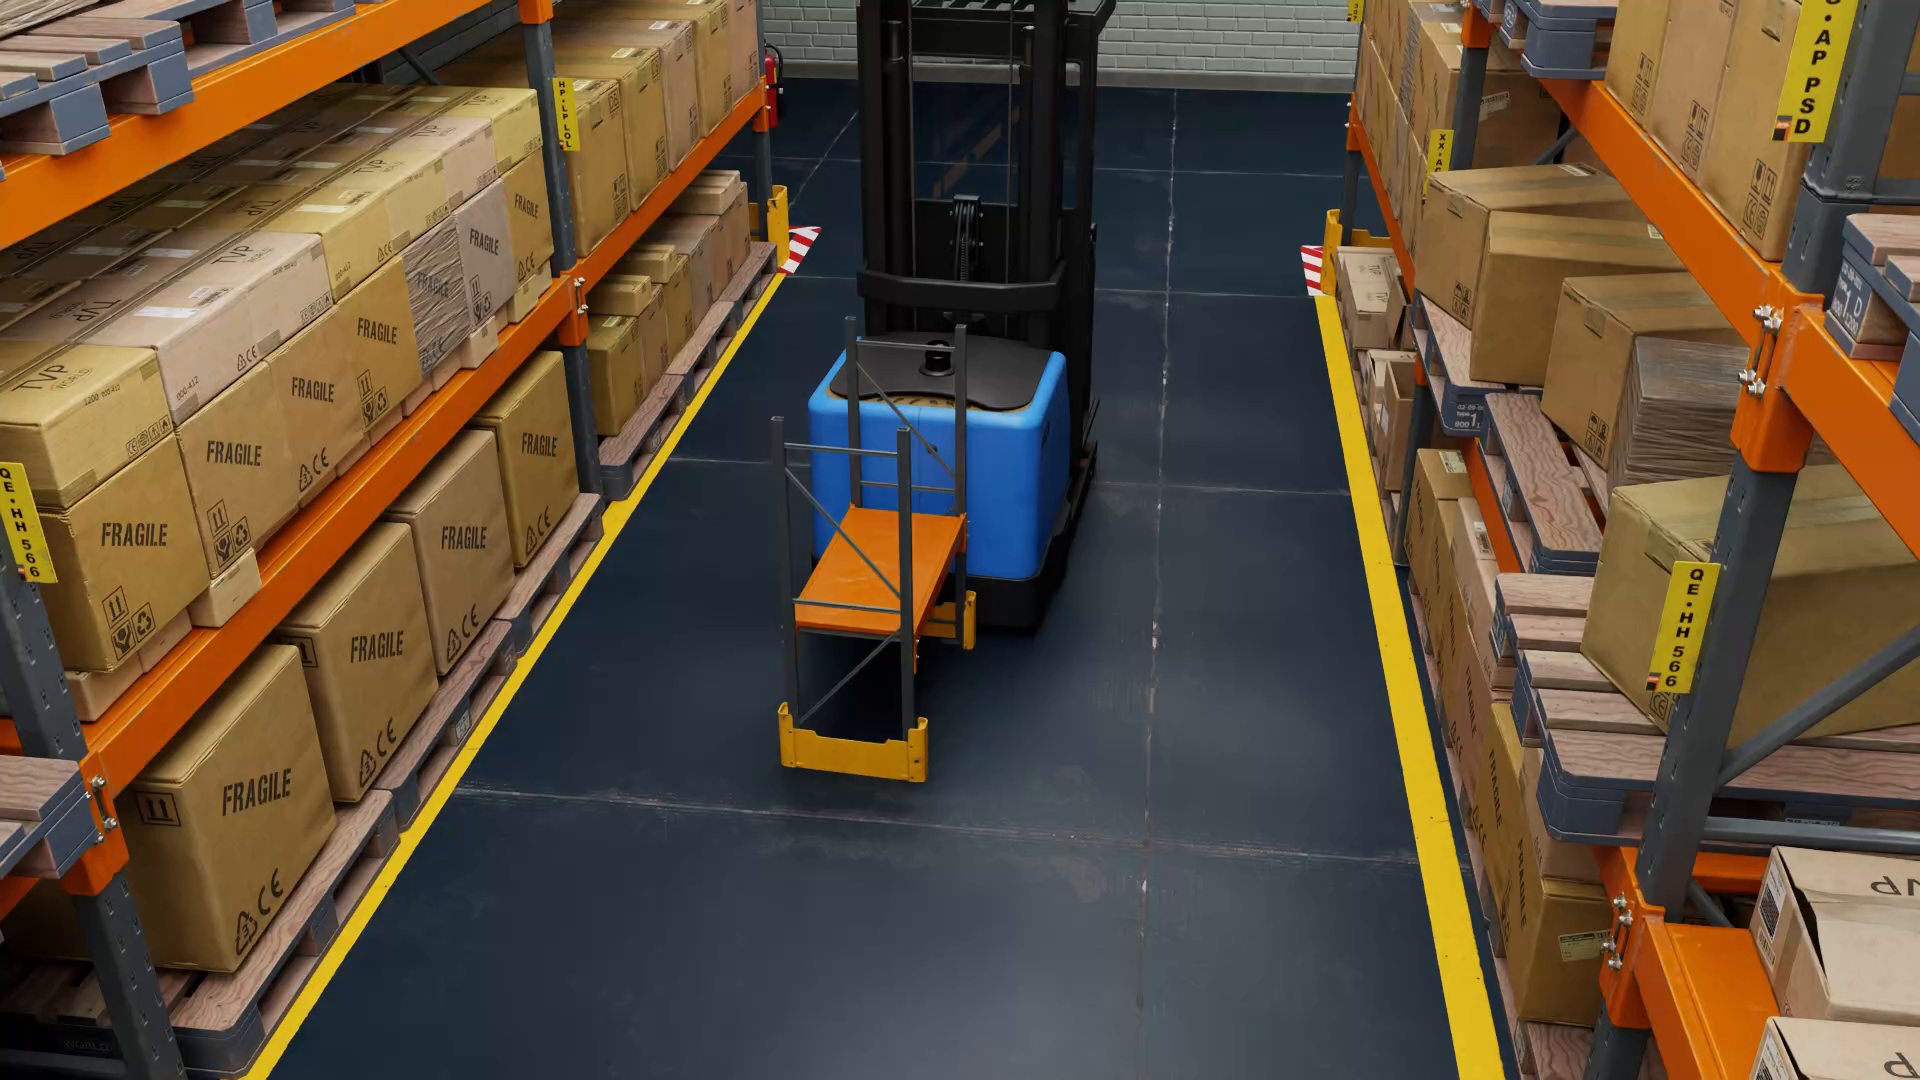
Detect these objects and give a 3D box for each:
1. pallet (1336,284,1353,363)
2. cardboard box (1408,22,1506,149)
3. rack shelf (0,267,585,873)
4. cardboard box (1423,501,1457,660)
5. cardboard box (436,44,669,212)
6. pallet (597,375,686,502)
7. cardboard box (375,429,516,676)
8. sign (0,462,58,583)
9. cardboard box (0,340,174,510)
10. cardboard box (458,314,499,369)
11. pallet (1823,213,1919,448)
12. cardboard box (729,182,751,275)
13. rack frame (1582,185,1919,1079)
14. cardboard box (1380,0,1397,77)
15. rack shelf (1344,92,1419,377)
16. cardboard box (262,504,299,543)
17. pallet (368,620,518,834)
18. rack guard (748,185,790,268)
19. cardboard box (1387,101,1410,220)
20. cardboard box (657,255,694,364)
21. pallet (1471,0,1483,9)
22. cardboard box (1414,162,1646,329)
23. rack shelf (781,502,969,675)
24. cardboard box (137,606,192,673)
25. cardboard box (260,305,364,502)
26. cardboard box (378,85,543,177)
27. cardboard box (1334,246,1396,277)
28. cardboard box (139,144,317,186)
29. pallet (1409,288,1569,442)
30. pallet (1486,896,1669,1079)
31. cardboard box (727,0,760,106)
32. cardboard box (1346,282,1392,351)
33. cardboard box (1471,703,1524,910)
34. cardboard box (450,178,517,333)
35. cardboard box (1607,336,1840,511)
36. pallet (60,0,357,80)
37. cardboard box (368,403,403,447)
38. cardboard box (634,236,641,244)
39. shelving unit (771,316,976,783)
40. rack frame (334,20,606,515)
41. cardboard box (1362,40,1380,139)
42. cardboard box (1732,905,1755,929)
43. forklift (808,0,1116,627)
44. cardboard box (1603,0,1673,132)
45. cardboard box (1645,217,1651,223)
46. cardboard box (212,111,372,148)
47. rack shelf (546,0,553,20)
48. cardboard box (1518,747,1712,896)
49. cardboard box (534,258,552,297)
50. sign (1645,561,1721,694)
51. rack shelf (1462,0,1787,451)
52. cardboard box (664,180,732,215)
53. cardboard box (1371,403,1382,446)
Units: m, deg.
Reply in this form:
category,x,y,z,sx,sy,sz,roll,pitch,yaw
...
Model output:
category,x,y,z,sx,sy,sz,roll,pitch,yaw
pallet,2.978,-1.433,10.688,1.003,0.211,1.213,3,28,6
cardboard box,2.459,-2.168,7.951,0.500,0.500,0.500,3,28,5
rack shelf,-2.568,-0.217,6.249,1.077,0.370,4.000,3,28,6
cardboard box,2.239,0.183,6.919,0.500,0.500,0.500,4,29,7
cardboard box,-2.145,-2.205,8.864,0.980,0.700,0.700,3,28,5
pallet,-2.152,-0.601,9.143,1.003,0.211,1.213,3,28,6
cardboard box,-2.379,0.018,6.877,0.750,0.750,0.750,4,29,8
sign,-2.273,-0.040,4.025,0.100,0.325,0.005,3,28,6
cardboard box,-2.498,-0.319,4.448,0.500,0.250,0.500,4,29,7
cardboard box,-2.141,-0.831,6.873,0.380,0.149,0.250,3,28,6
pallet,2.110,-0.219,2.530,1.213,0.211,1.003,5,29,9
cardboard box,-1.819,-2.107,11.191,0.700,0.500,0.500,3,28,6
rack frame,2.104,0.694,3.800,1.000,3.000,0.127,3,28,6
cardboard box,2.645,-2.881,9.275,0.500,0.500,0.500,4,29,7
rack shelf,2.839,-1.814,9.213,1.077,0.370,4.000,3,28,6
cardboard box,-2.455,-0.119,5.551,0.380,0.149,0.250,4,29,7
pallet,-2.490,0.696,6.736,1.003,0.211,1.213,3,28,6
rack guard,-1.830,-2.269,11.934,1.175,0.500,0.348,3,28,6
cardboard box,2.523,-1.968,8.635,0.500,0.500,0.500,4,29,7
cardboard box,-1.999,-1.383,9.848,0.700,0.500,0.500,4,29,7
pallet,2.444,-2.124,6.065,1.213,0.211,1.003,3,28,6
cardboard box,2.314,-1.208,6.781,0.700,0.500,0.500,-6,29,-11
rack shelf,-0.321,0.173,6.727,0.538,0.185,1.000,5,29,10
cardboard box,-2.503,0.250,4.867,0.380,0.149,0.250,4,29,7
cardboard box,-2.364,-0.469,5.519,0.500,0.500,0.500,3,28,6
cardboard box,-2.126,-1.754,7.113,0.500,0.250,0.500,4,29,7
cardboard box,2.692,-1.833,11.032,0.380,0.149,0.250,3,28,6
cardboard box,-2.752,-1.305,6.279,0.500,0.250,0.500,2,28,4
pallet,2.388,-0.735,6.654,1.003,0.211,1.213,3,28,6
pallet,2.233,1.572,5.109,1.003,0.211,1.213,3,28,6
cardboard box,-1.885,-3.249,10.803,0.980,0.700,0.700,5,29,9
cardboard box,2.613,-1.345,10.019,0.500,0.250,0.500,3,28,6
cardboard box,2.049,0.903,5.583,0.500,0.500,0.500,2,28,4
cardboard box,-2.182,-1.186,6.849,0.500,0.500,0.500,4,29,7
cardboard box,2.371,-0.258,5.017,0.700,0.500,0.500,9,30,16
pallet,-2.653,-1.662,5.210,1.003,0.211,1.213,5,29,9
cardboard box,-2.326,-0.478,6.218,0.380,0.149,0.250,4,29,8
cardboard box,-2.156,-1.866,10.060,0.380,0.149,0.250,4,29,7
shelving unit,-0.319,0.011,6.649,0.587,1.500,1.083,5,29,10
rack frame,-2.323,-1.475,7.826,1.000,3.000,0.127,3,28,6
cardboard box,2.710,-2.679,9.955,0.500,0.500,0.500,3,28,6
cardboard box,2.443,1.403,4.655,0.500,0.500,0.500,5,29,8
forklift,0.126,-1.583,8.098,1.130,2.935,3.031,6,29,10
cardboard box,2.250,-1.363,4.349,0.910,0.500,0.500,3,28,6
cardboard box,2.927,-1.457,7.687,0.500,0.500,0.500,4,29,8
cardboard box,-2.695,-1.541,6.717,0.500,0.250,0.500,4,29,7
rack shelf,-2.078,-3.420,9.032,1.077,0.370,4.000,3,28,6
cardboard box,1.988,0.790,5.002,0.500,0.250,0.500,4,29,8
cardboard box,-2.083,-1.198,7.555,0.380,0.149,0.250,4,29,7
sign,1.564,0.192,3.594,0.100,0.325,0.005,3,28,6
rack shelf,2.349,-1.251,5.006,1.077,0.370,4.000,3,28,6
cardboard box,-1.685,-2.201,10.682,0.380,0.149,0.250,4,29,8
cardboard box,2.369,-0.592,8.729,0.380,0.149,0.250,3,28,6
